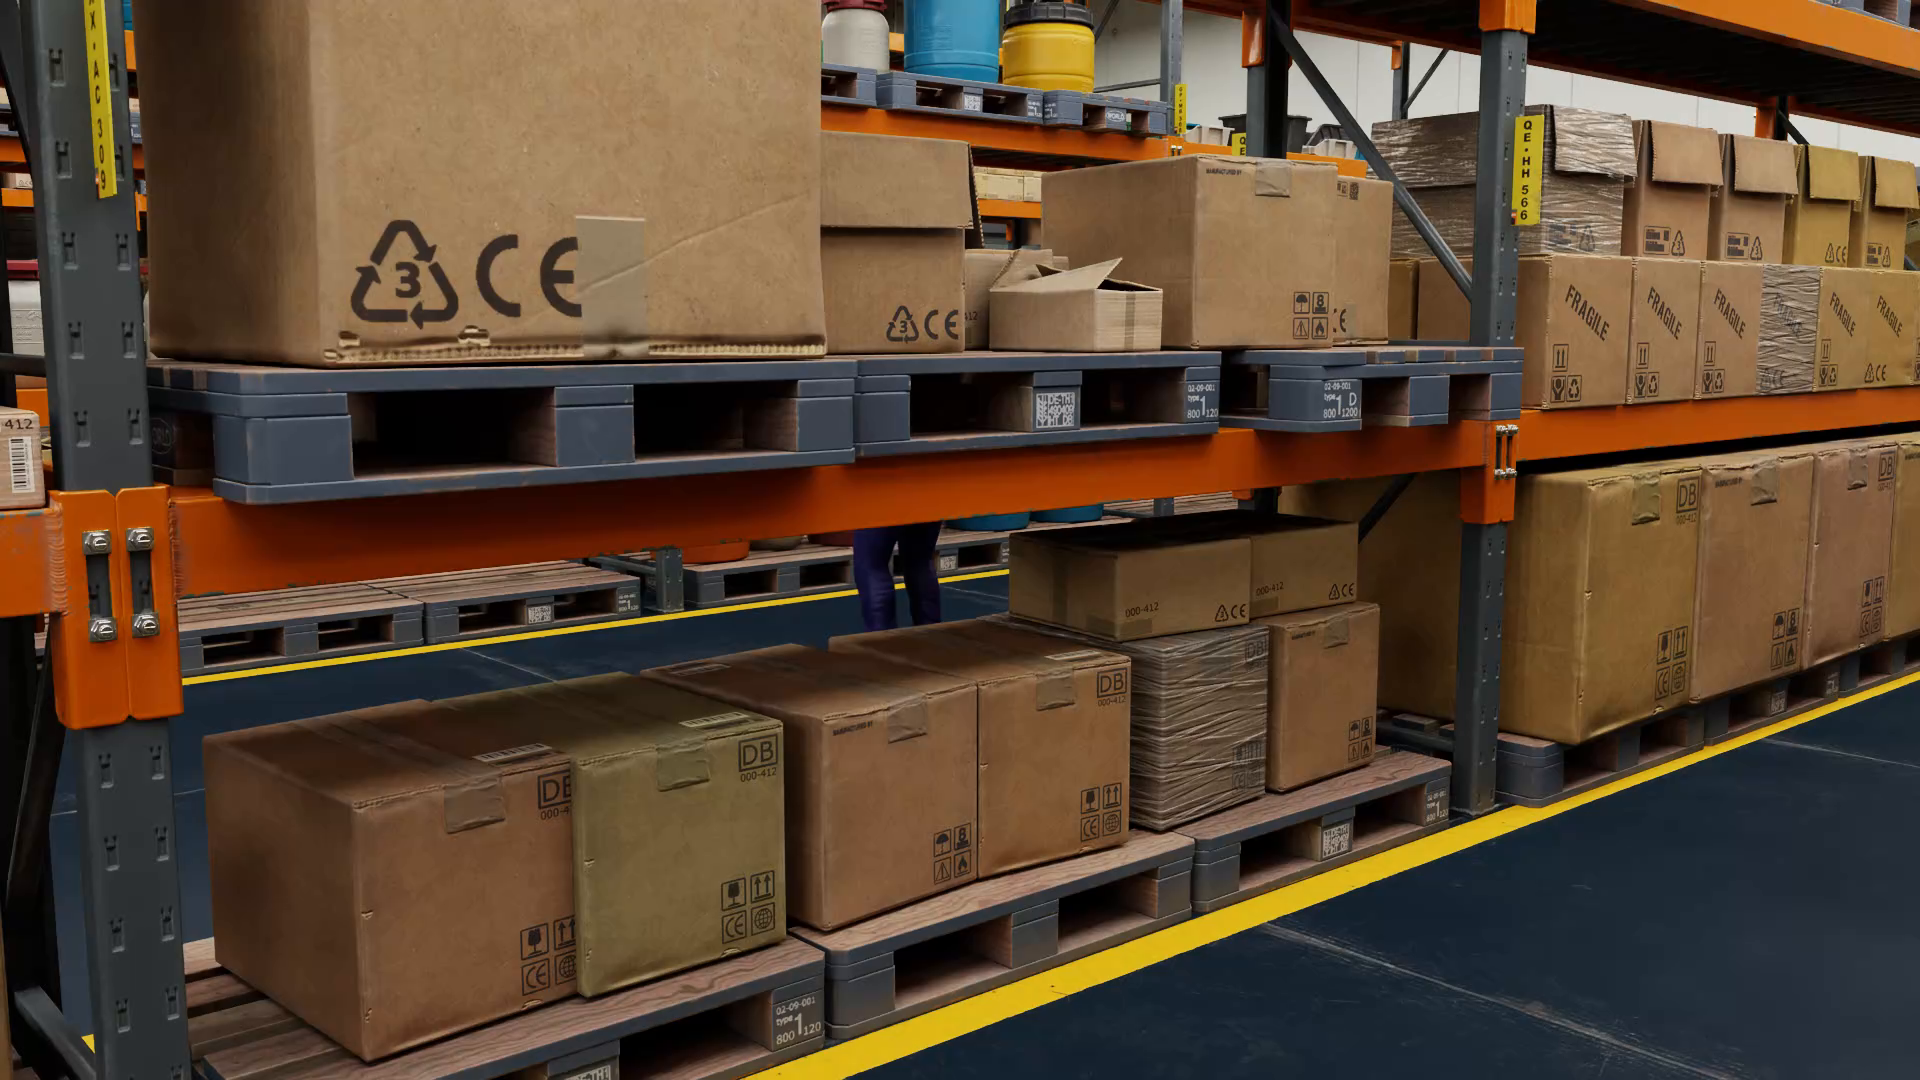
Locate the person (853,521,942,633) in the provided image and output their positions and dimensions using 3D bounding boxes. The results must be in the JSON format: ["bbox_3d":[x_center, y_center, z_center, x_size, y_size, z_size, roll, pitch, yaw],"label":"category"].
[{"bbox_3d":[-0.335,-0.231,7.642,0.452,1.634,0.523,-6,10,-40],"label":"person"}]
